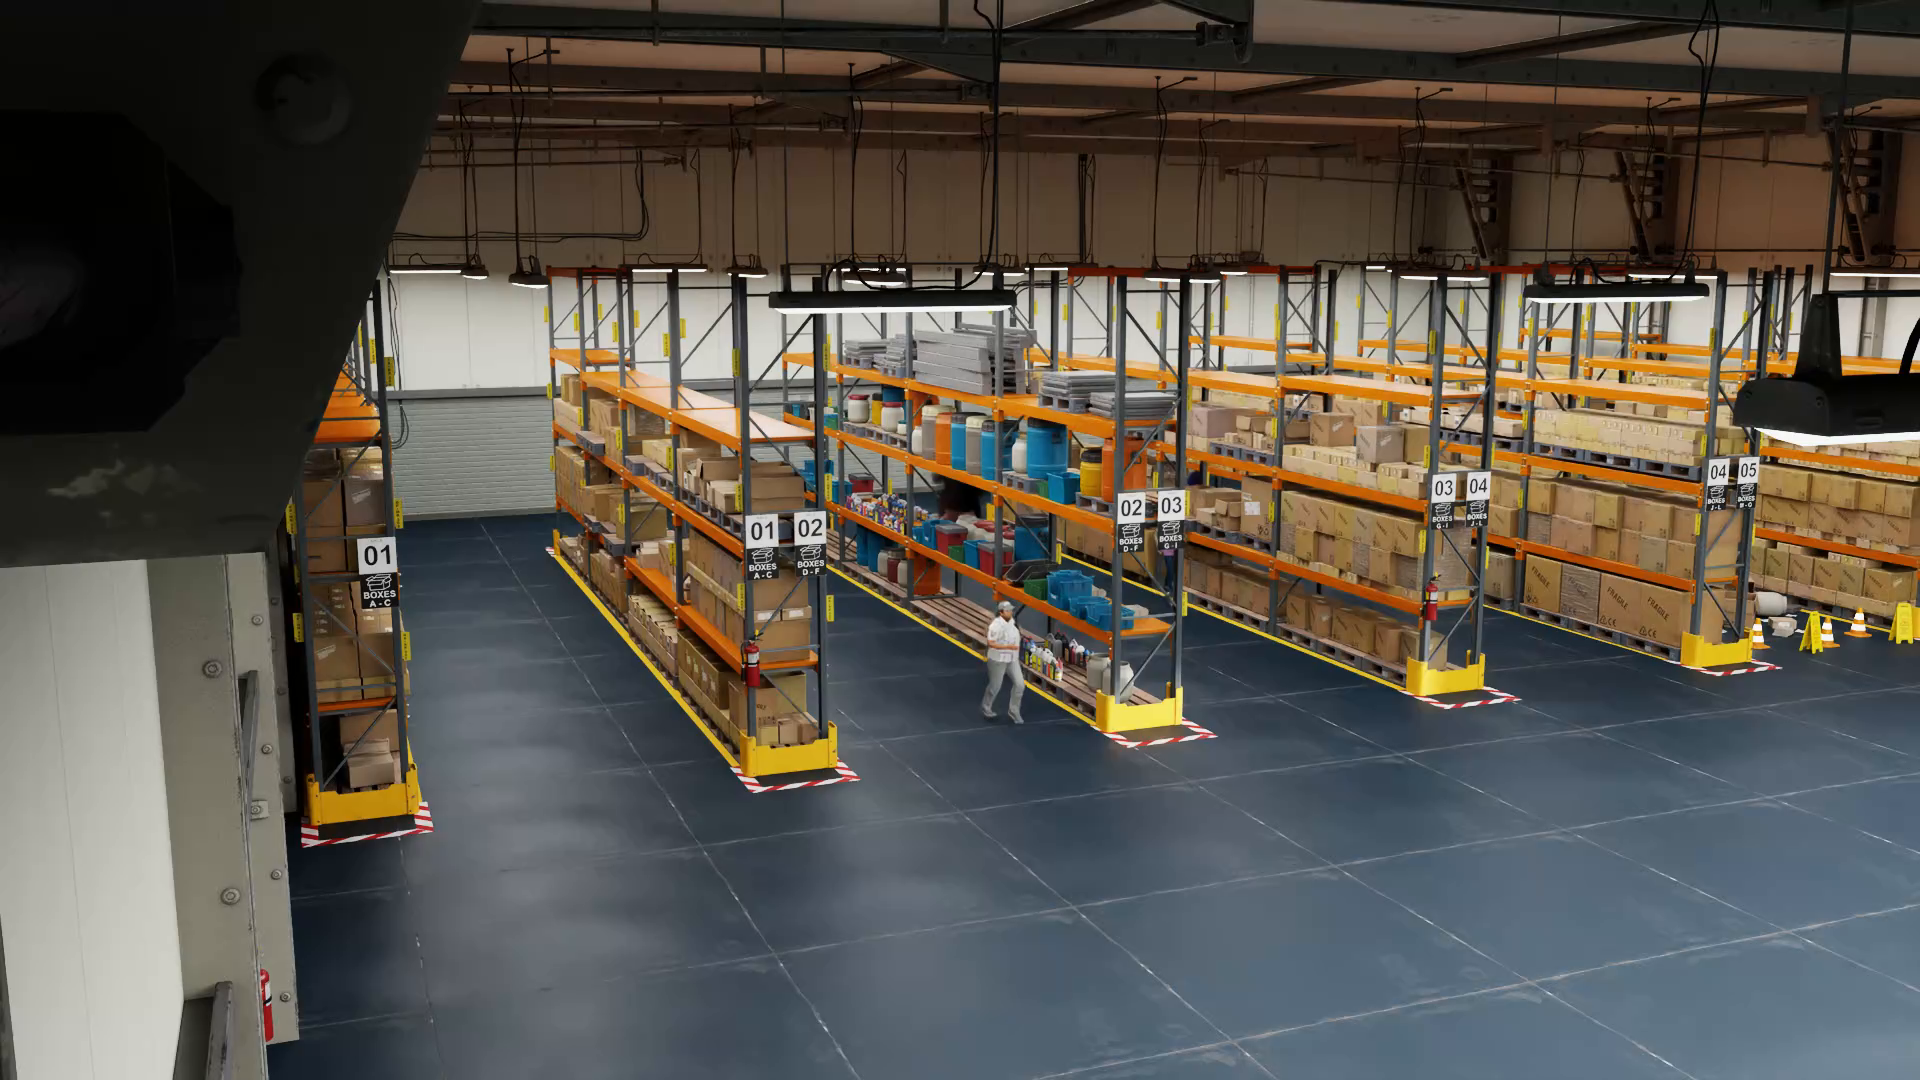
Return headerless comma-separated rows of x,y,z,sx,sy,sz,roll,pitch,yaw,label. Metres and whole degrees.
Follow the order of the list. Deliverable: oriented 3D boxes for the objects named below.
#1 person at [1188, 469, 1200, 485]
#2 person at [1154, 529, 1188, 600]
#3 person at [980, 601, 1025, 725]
5.941,-1.681,41.779,0.522,1.573,0.611,5,11,24,person
3.660,0.304,28.595,0.510,1.672,0.698,-5,11,-26,person
0.570,1.659,22.442,0.587,1.722,0.755,-8,13,-40,person
